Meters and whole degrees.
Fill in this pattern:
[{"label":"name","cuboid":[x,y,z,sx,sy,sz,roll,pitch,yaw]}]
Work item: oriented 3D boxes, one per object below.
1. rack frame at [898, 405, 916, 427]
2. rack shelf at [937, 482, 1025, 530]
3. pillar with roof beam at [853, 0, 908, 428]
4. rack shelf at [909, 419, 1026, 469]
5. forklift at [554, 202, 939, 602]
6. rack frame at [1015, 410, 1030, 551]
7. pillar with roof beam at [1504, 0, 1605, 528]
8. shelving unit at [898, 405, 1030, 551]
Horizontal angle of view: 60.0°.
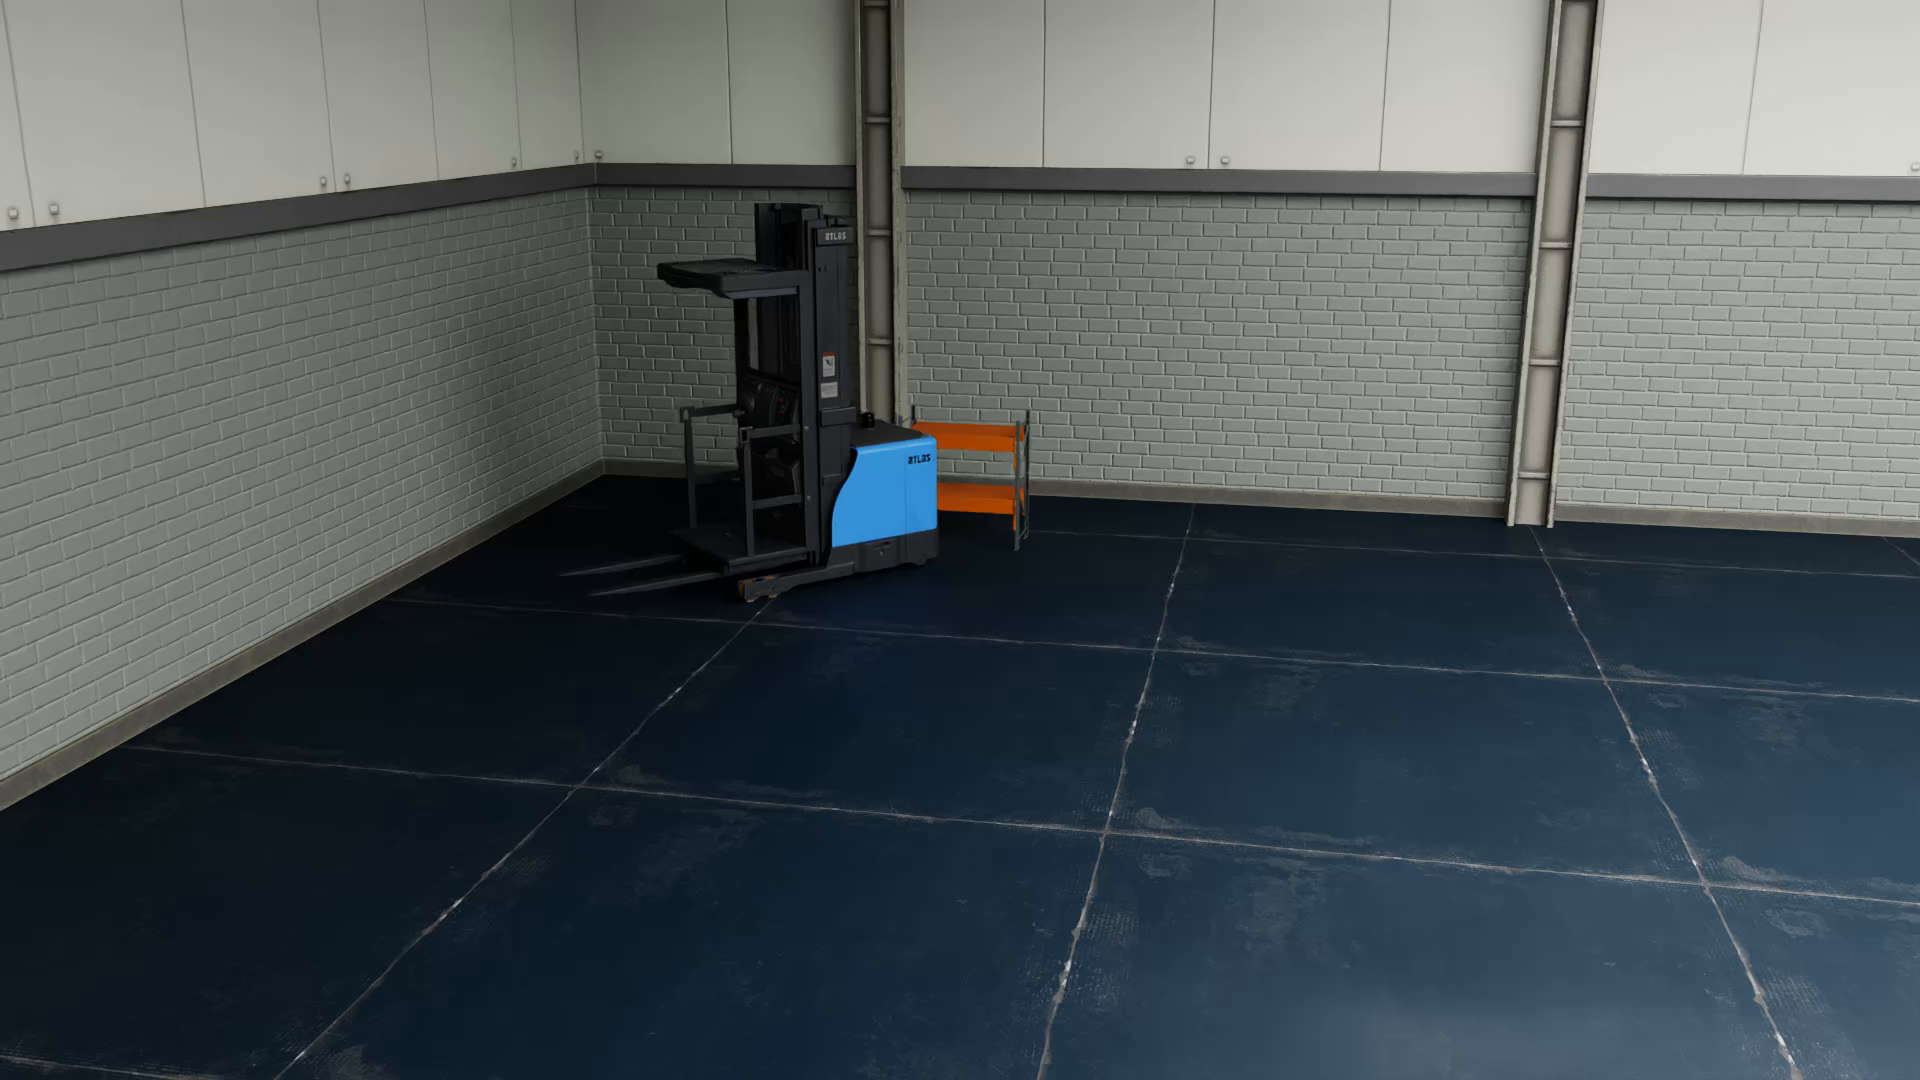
[{"label":"rack frame","cuboid":[-0.457,-0.576,14.464,0.032,1.125,0.500,3,16,12]},{"label":"rack shelf","cuboid":[0.039,-0.311,14.423,1.000,0.278,0.538,3,16,12]},{"label":"pillar with roof beam","cuboid":[-1.591,-3.689,10.954,0.400,9.000,9.100,3,16,11]},{"label":"rack shelf","cuboid":[0.039,-0.828,14.279,1.000,0.278,0.538,3,16,12]},{"label":"forklift","cuboid":[-1.672,-1.097,12.960,3.031,2.935,1.130,-11,19,-33]},{"label":"rack frame","cuboid":[0.535,-0.517,14.251,0.032,1.125,0.500,3,16,12]},{"label":"pillar with roof beam","cuboid":[4.289,-3.370,9.802,0.400,9.000,9.100,3,16,11]},{"label":"shelving unit","cuboid":[0.039,-0.546,14.357,1.048,1.125,0.538,3,16,12]}]
